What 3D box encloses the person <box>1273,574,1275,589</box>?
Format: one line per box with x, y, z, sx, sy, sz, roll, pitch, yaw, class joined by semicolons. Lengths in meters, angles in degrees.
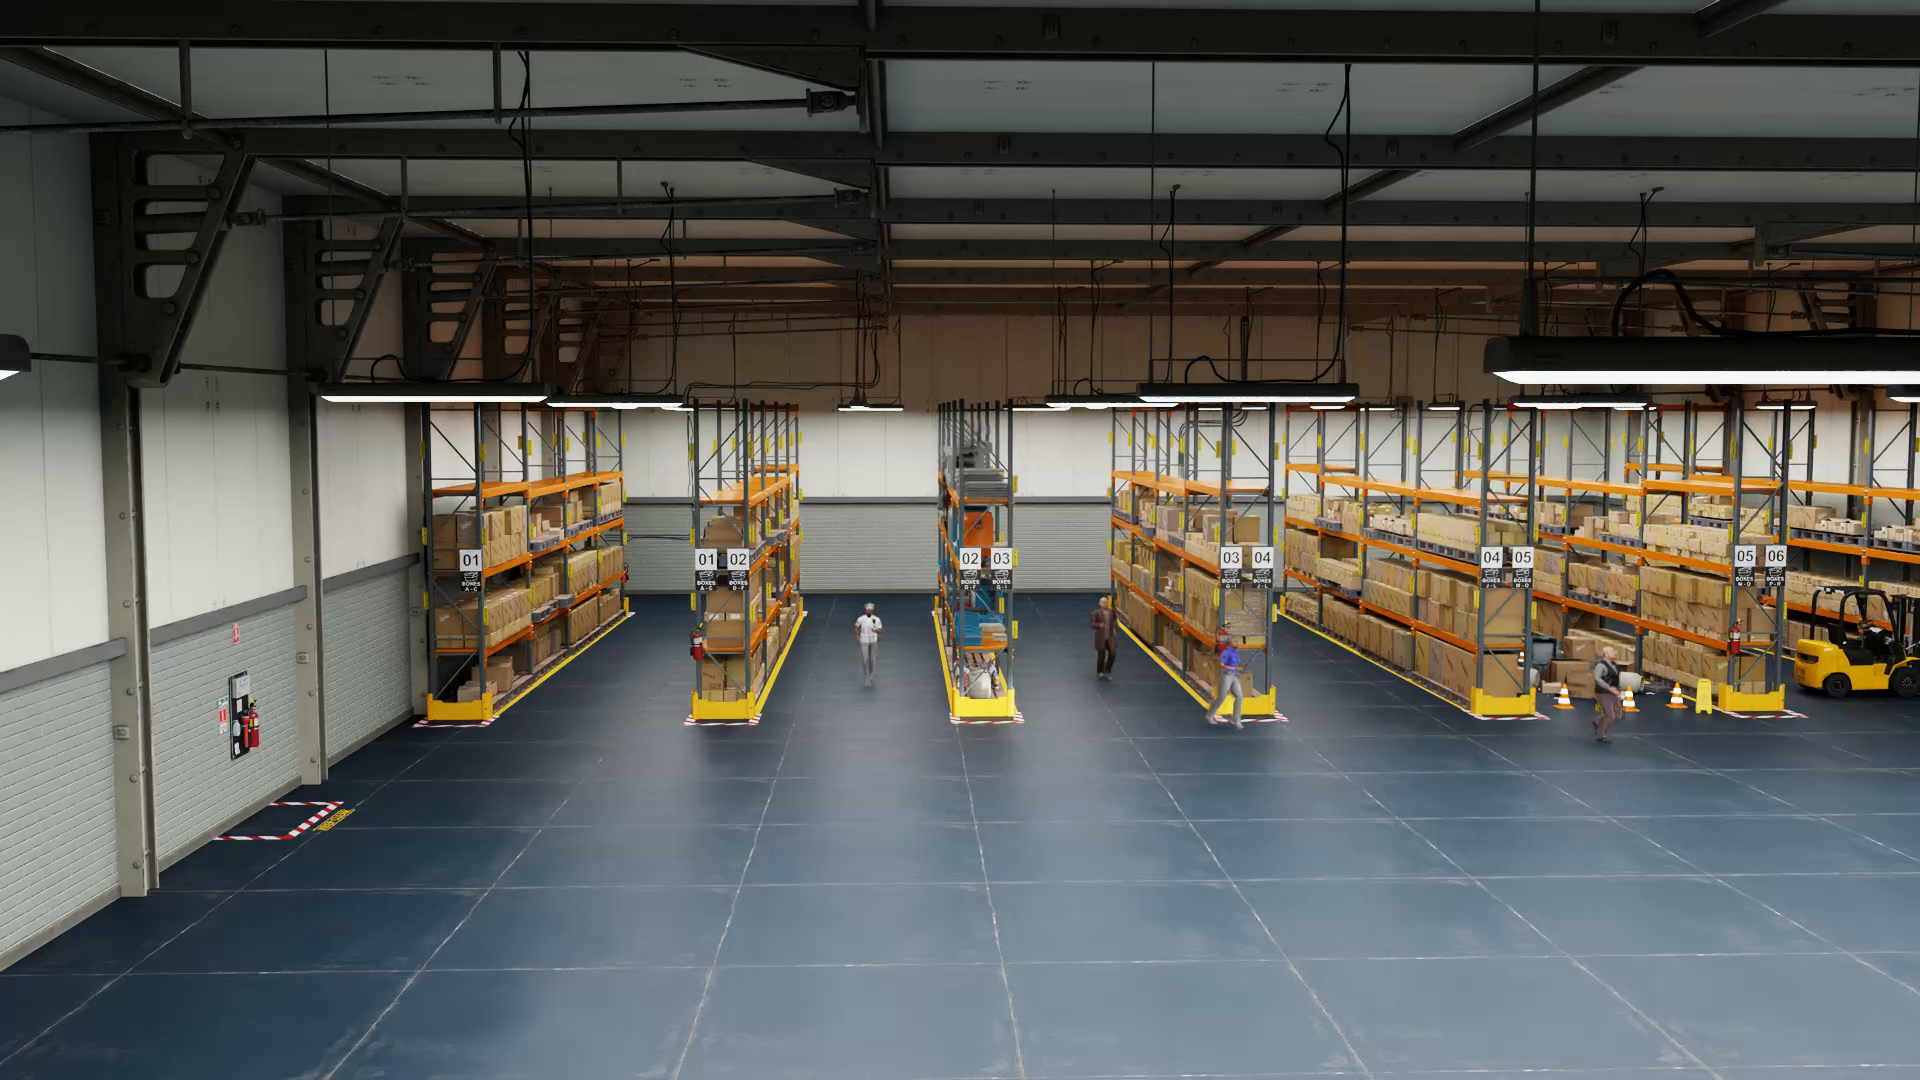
8.191;1.489;45.077;0.716;1.614;0.916;0;4;4;person

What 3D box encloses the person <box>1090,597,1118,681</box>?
3.129;2.136;35.728;0.687;1.805;0.733;-1;4;-12;person

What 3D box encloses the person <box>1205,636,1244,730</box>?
4.900;2.586;30.372;0.794;1.682;0.555;4;6;44;person

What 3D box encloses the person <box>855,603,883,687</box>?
-1.925;2.185;35.204;0.566;1.712;0.890;-1;4;-10;person

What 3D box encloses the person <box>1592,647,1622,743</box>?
11.274;2.688;28.983;0.692;1.678;0.599;-4;6;-42;person
